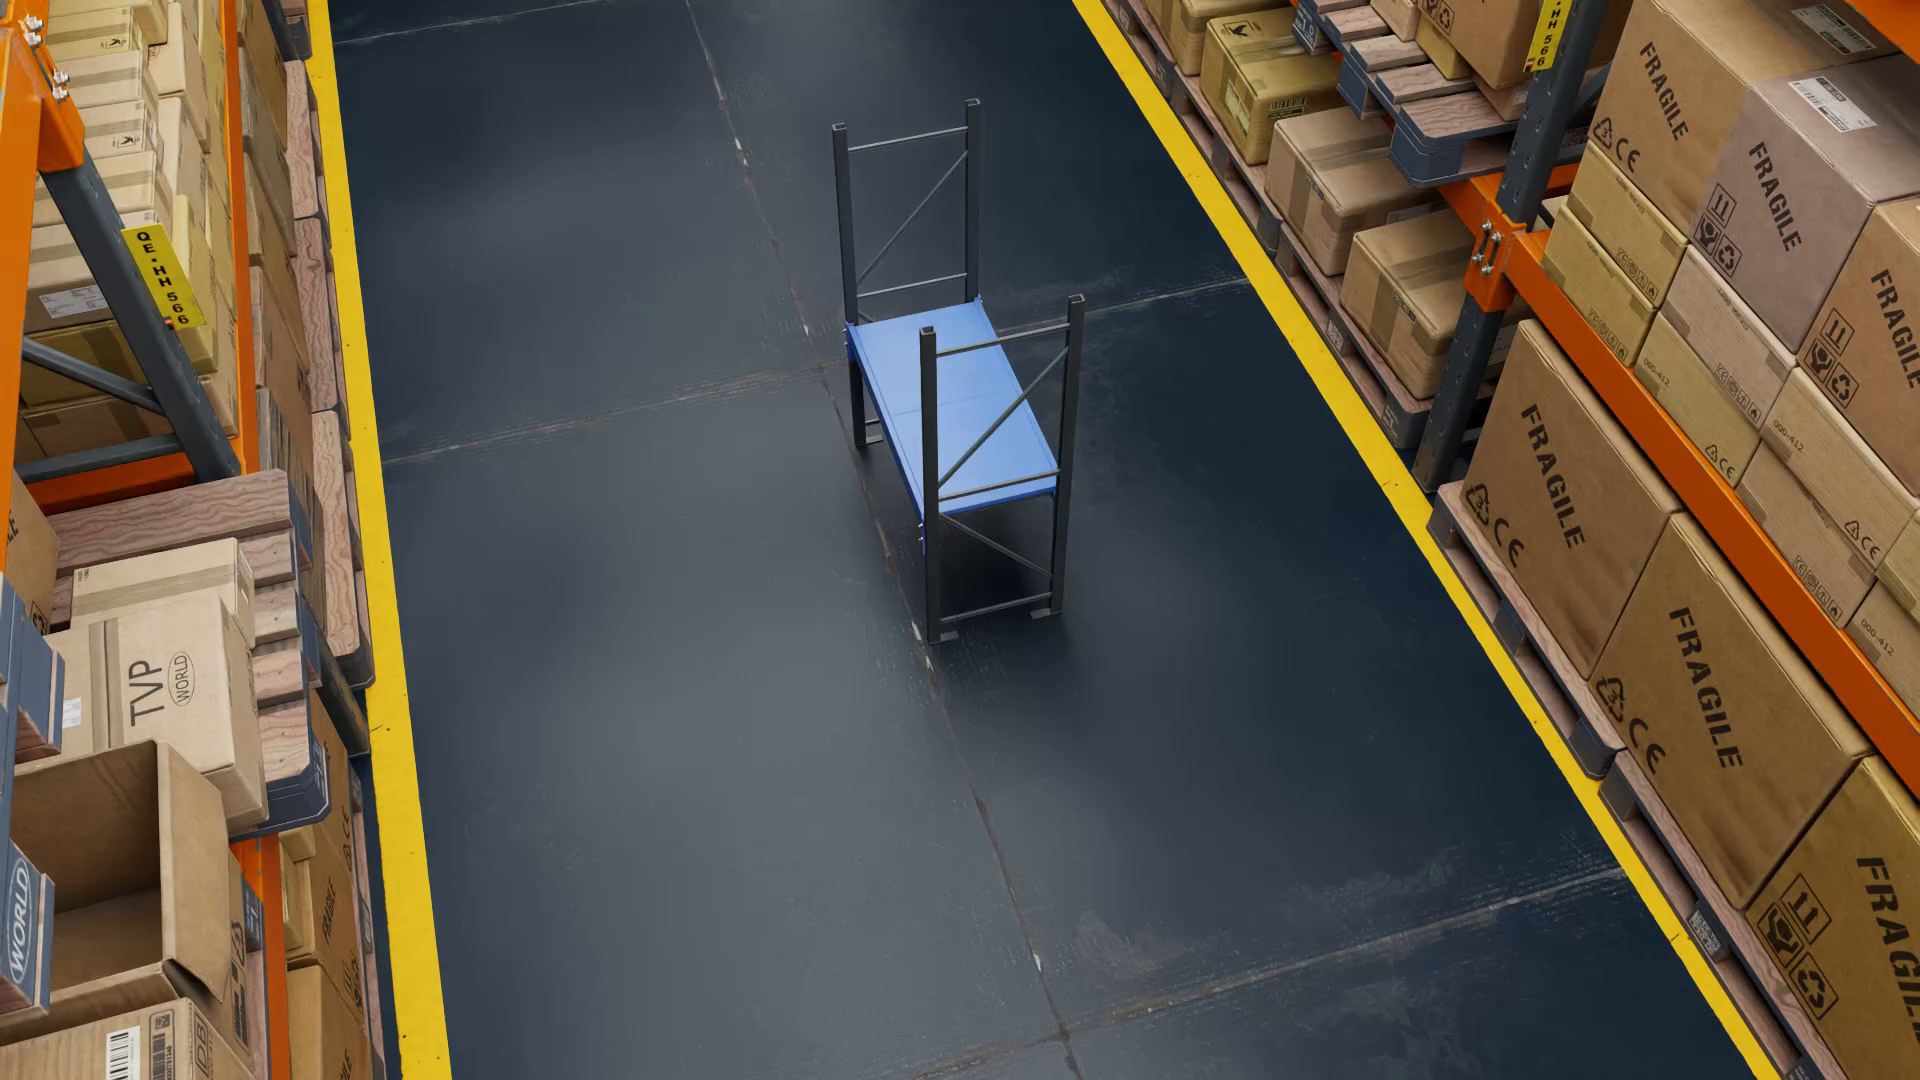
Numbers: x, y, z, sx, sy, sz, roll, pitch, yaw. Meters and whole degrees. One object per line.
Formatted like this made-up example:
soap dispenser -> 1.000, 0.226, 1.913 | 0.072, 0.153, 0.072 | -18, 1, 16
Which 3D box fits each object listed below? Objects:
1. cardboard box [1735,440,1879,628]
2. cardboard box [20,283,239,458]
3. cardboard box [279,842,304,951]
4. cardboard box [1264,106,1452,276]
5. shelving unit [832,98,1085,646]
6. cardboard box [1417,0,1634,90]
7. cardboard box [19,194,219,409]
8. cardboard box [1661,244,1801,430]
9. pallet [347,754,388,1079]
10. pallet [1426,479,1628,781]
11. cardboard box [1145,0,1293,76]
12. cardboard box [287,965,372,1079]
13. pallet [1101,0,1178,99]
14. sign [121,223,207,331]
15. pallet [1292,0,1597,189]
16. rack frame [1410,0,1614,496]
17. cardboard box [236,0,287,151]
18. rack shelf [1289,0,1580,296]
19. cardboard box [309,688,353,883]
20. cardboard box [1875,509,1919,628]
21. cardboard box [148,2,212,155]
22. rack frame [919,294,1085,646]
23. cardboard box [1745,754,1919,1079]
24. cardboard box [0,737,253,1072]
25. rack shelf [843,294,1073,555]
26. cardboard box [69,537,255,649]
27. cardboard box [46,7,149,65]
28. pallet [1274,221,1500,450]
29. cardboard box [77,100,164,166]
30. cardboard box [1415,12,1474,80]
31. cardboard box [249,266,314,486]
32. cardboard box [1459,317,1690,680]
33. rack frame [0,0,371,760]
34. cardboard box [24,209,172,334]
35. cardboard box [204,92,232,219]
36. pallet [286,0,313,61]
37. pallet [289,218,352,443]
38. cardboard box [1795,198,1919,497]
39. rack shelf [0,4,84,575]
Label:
cardboard box -> 2.471, -0.078, 4.452 | 0.500, 0.250, 0.500 | -12, 51, -10
cardboard box -> -2.390, -0.502, 4.810 | 0.500, 0.250, 0.500 | -13, 51, -11
cardboard box -> -1.958, 0.988, 4.391 | 0.380, 0.149, 0.250 | -15, 51, -12
cardboard box -> 1.865, -1.537, 7.028 | 0.950, 0.372, 0.625 | -14, 51, -12
shelving unit -> -0.025, -0.546, 5.729 | 0.538, 1.500, 1.048 | -13, 51, -11
cardboard box -> 1.849, -1.829, 5.295 | 0.500, 0.500, 0.500 | -15, 51, -12
cardboard box -> -2.366, -0.669, 4.623 | 0.500, 0.250, 0.500 | -13, 51, -11
cardboard box -> 2.314, -0.605, 4.570 | 0.500, 0.250, 0.500 | -12, 51, -10
pallet -> -2.307, 1.281, 5.032 | 1.003, 0.211, 1.213 | -13, 51, -11
pallet -> 2.410, 0.195, 5.947 | 1.003, 0.211, 1.213 | -13, 51, -11
cardboard box -> 1.439, -2.599, 7.923 | 0.950, 0.372, 0.625 | -10, 51, -9
cardboard box -> -1.866, 1.509, 4.376 | 0.500, 0.500, 0.500 | -11, 51, -9
pallet -> 1.297, -2.751, 8.431 | 1.003, 0.211, 1.213 | -13, 51, -11
sign -> -1.976, -0.648, 4.129 | 0.100, 0.325, 0.005 | -13, 51, -11
pallet -> 1.936, -1.731, 5.873 | 1.213, 0.211, 1.003 | -13, 51, -11
rack frame -> 2.249, -1.296, 5.381 | 1.000, 3.000, 0.127 | -13, 51, -11
cardboard box -> -3.510, -2.084, 7.324 | 0.875, 0.625, 0.625 | -11, 51, -9
rack shelf -> 1.657, -2.525, 6.887 | 1.077, 0.370, 4.000 | -13, 51, -11
cardboard box -> -2.162, 0.759, 5.008 | 0.500, 0.500, 0.500 | -12, 51, -10
cardboard box -> 2.587, 0.135, 3.946 | 0.500, 0.250, 0.500 | -13, 51, -10
cardboard box -> -2.674, -1.416, 5.253 | 0.500, 0.250, 0.500 | -14, 51, -12
rack frame -> 0.125, -0.174, 5.416 | 0.500, 1.500, 0.032 | -13, 51, -11
cardboard box -> 2.897, 1.082, 4.491 | 0.875, 0.875, 0.875 | -12, 51, -10
cardboard box -> -1.833, 0.811, 3.263 | 0.797, 0.503, 0.637 | -14, 51, -12
rack shelf -> -0.025, -0.430, 5.867 | 0.538, 0.185, 1.000 | -13, 51, -11
cardboard box -> -1.931, 0.167, 4.037 | 0.380, 0.149, 0.250 | -12, 51, -10
cardboard box -> -2.678, -1.453, 5.024 | 0.380, 0.149, 0.250 | -13, 51, -11
pallet -> 2.019, -0.969, 6.928 | 1.003, 0.211, 1.213 | -13, 51, -11
cardboard box -> -2.486, -1.088, 4.716 | 0.380, 0.149, 0.250 | -12, 51, -10
cardboard box -> 1.778, -1.716, 5.625 | 0.380, 0.149, 0.250 | -13, 51, -10
cardboard box -> -2.864, -0.475, 5.967 | 0.875, 0.625, 0.625 | -12, 51, -10
cardboard box -> 2.373, -0.223, 5.592 | 0.875, 0.875, 0.875 | -14, 51, -11
rack frame -> -2.492, -0.171, 4.432 | 1.000, 3.000, 0.127 | -13, 51, -11
cardboard box -> -2.305, -0.712, 4.399 | 0.380, 0.149, 0.250 | -12, 51, -10
cardboard box -> -2.693, -1.245, 5.436 | 0.500, 0.250, 0.500 | -15, 51, -12
pallet -> -3.870, -2.784, 8.459 | 1.003, 0.211, 1.213 | -13, 51, -11
pallet -> -3.055, -0.772, 6.763 | 1.003, 0.211, 1.213 | -13, 51, -11
cardboard box -> 2.455, -0.494, 3.985 | 0.500, 0.500, 0.500 | -12, 51, -10
rack shelf -> -1.901, 0.555, 2.329 | 1.077, 0.370, 4.000 | -13, 51, -11
